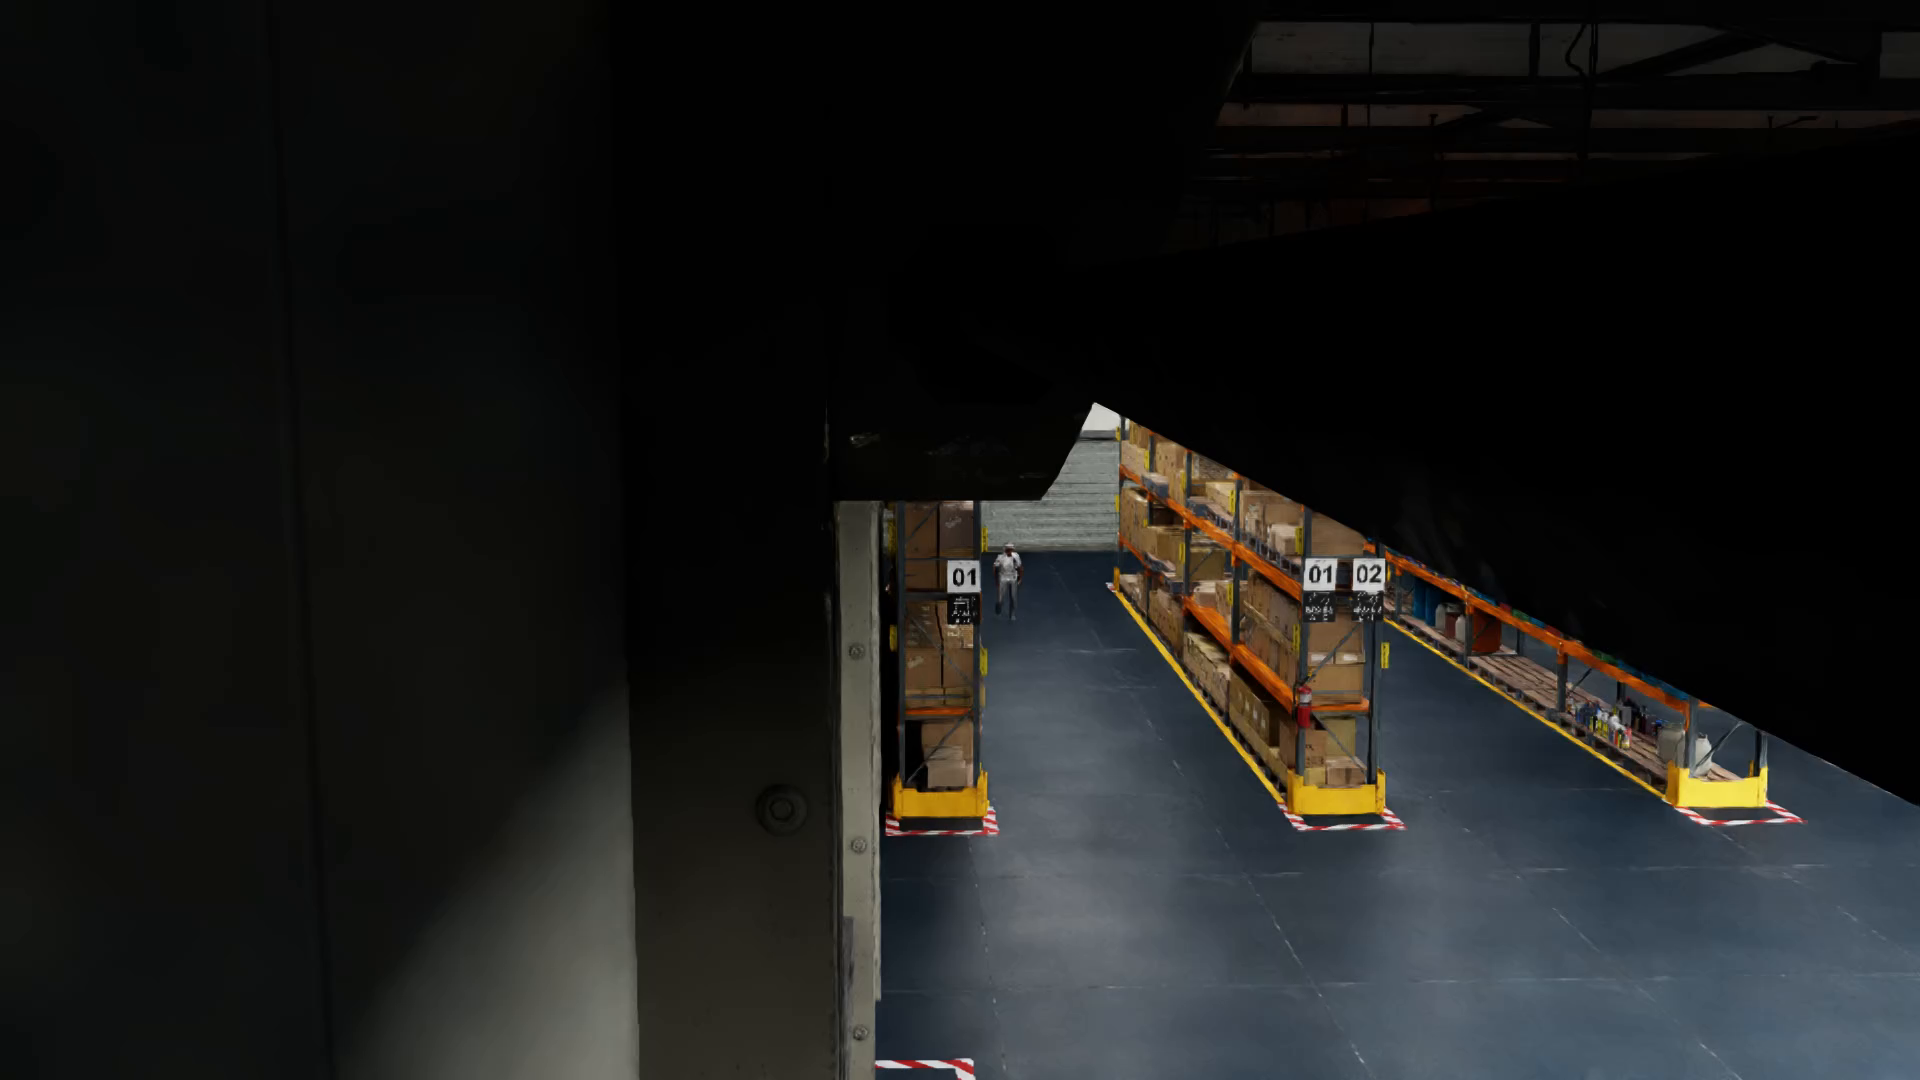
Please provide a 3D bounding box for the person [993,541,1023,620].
[{"bbox_3d":[0.948,0.795,32.971,0.592,1.629,0.532,-1,8,-5],"label":"person"}]
